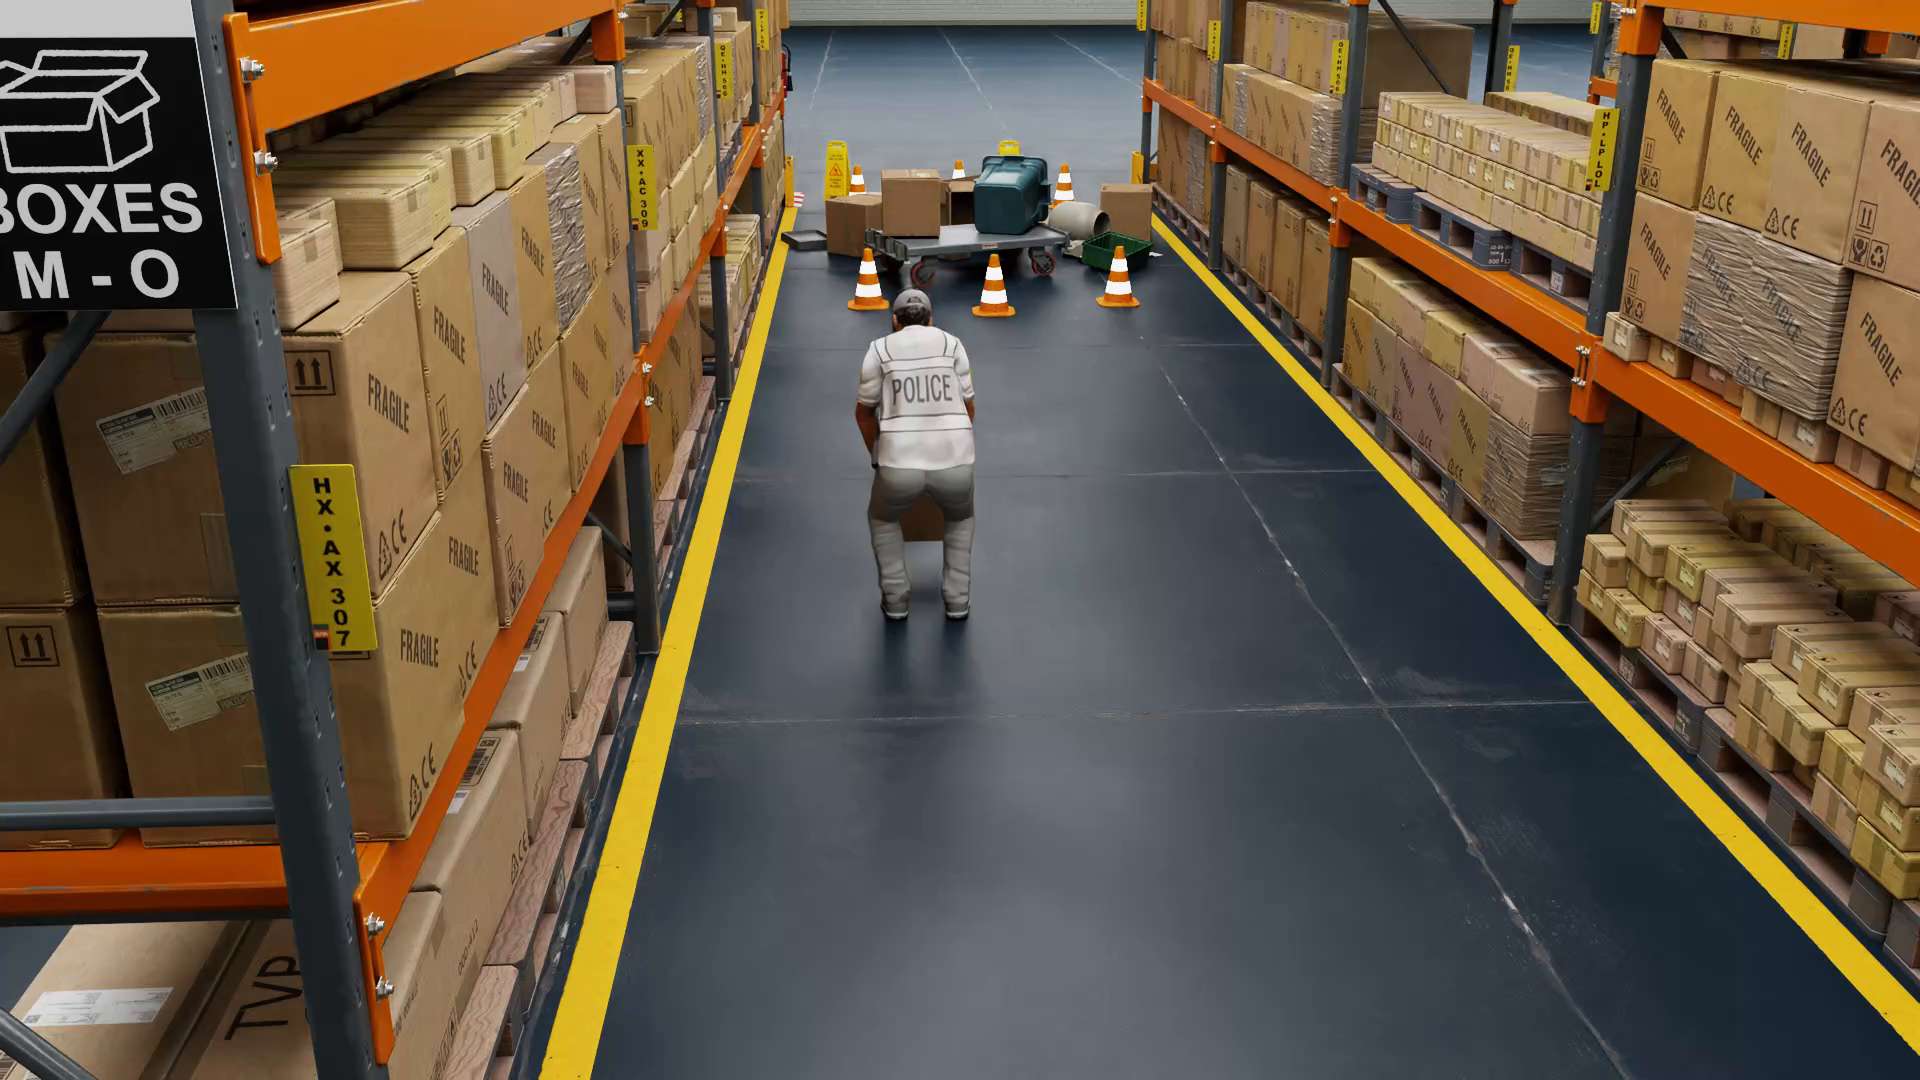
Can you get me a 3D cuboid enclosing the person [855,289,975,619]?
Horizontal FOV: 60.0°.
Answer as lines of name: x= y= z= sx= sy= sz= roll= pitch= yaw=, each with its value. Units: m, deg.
person: x=-0.195 y=-0.360 z=7.385 sx=0.533 sy=1.432 sz=0.691 roll=-1 pitch=21 yaw=-3
